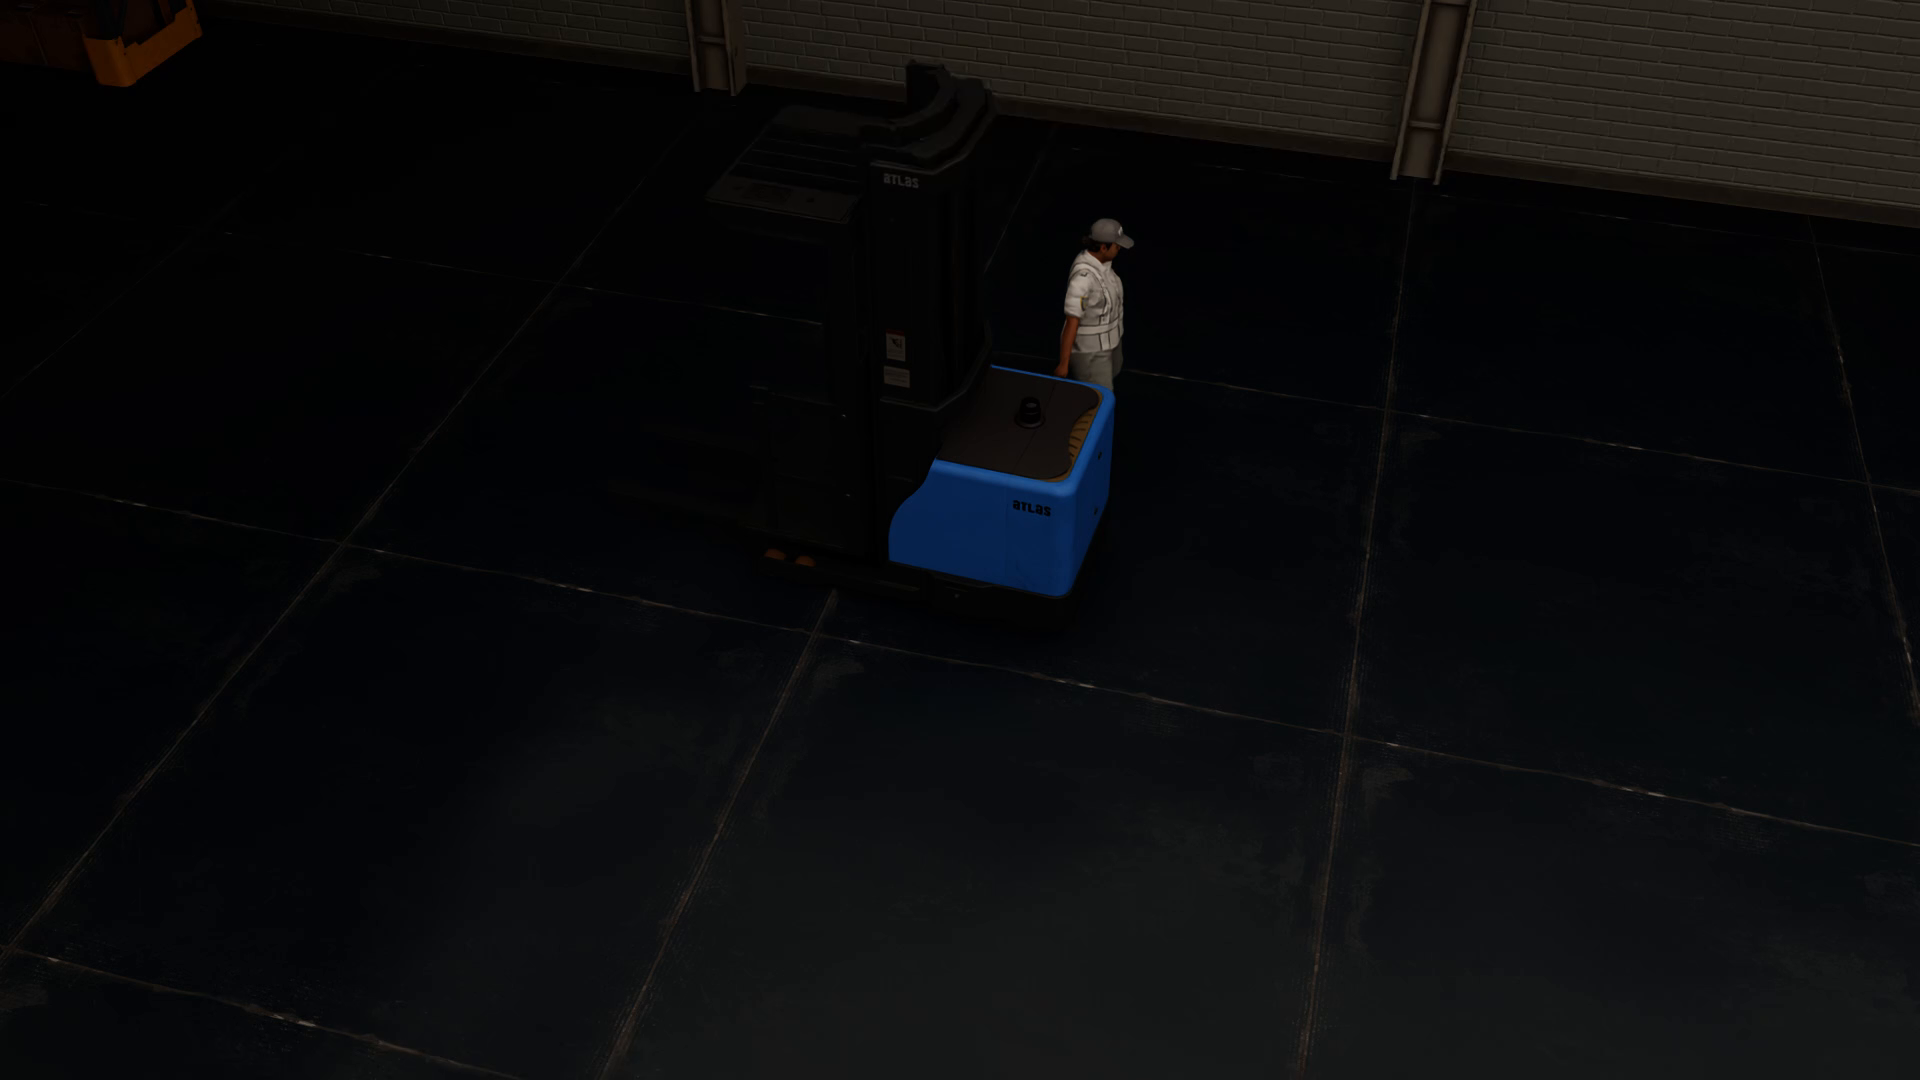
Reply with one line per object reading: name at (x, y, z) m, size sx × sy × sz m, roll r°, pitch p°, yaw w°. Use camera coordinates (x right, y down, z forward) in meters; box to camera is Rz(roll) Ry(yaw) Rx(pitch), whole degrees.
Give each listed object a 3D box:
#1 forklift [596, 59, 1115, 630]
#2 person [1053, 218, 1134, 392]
forklift at (-0.678, -1.163, 9.188) m, size 3.031 × 2.935 × 1.130 m, roll 12°, pitch 43°, yaw 13°
person at (0.800, -1.238, 10.309) m, size 0.457 × 1.595 × 0.807 m, roll 14°, pitch 43°, yaw 15°
